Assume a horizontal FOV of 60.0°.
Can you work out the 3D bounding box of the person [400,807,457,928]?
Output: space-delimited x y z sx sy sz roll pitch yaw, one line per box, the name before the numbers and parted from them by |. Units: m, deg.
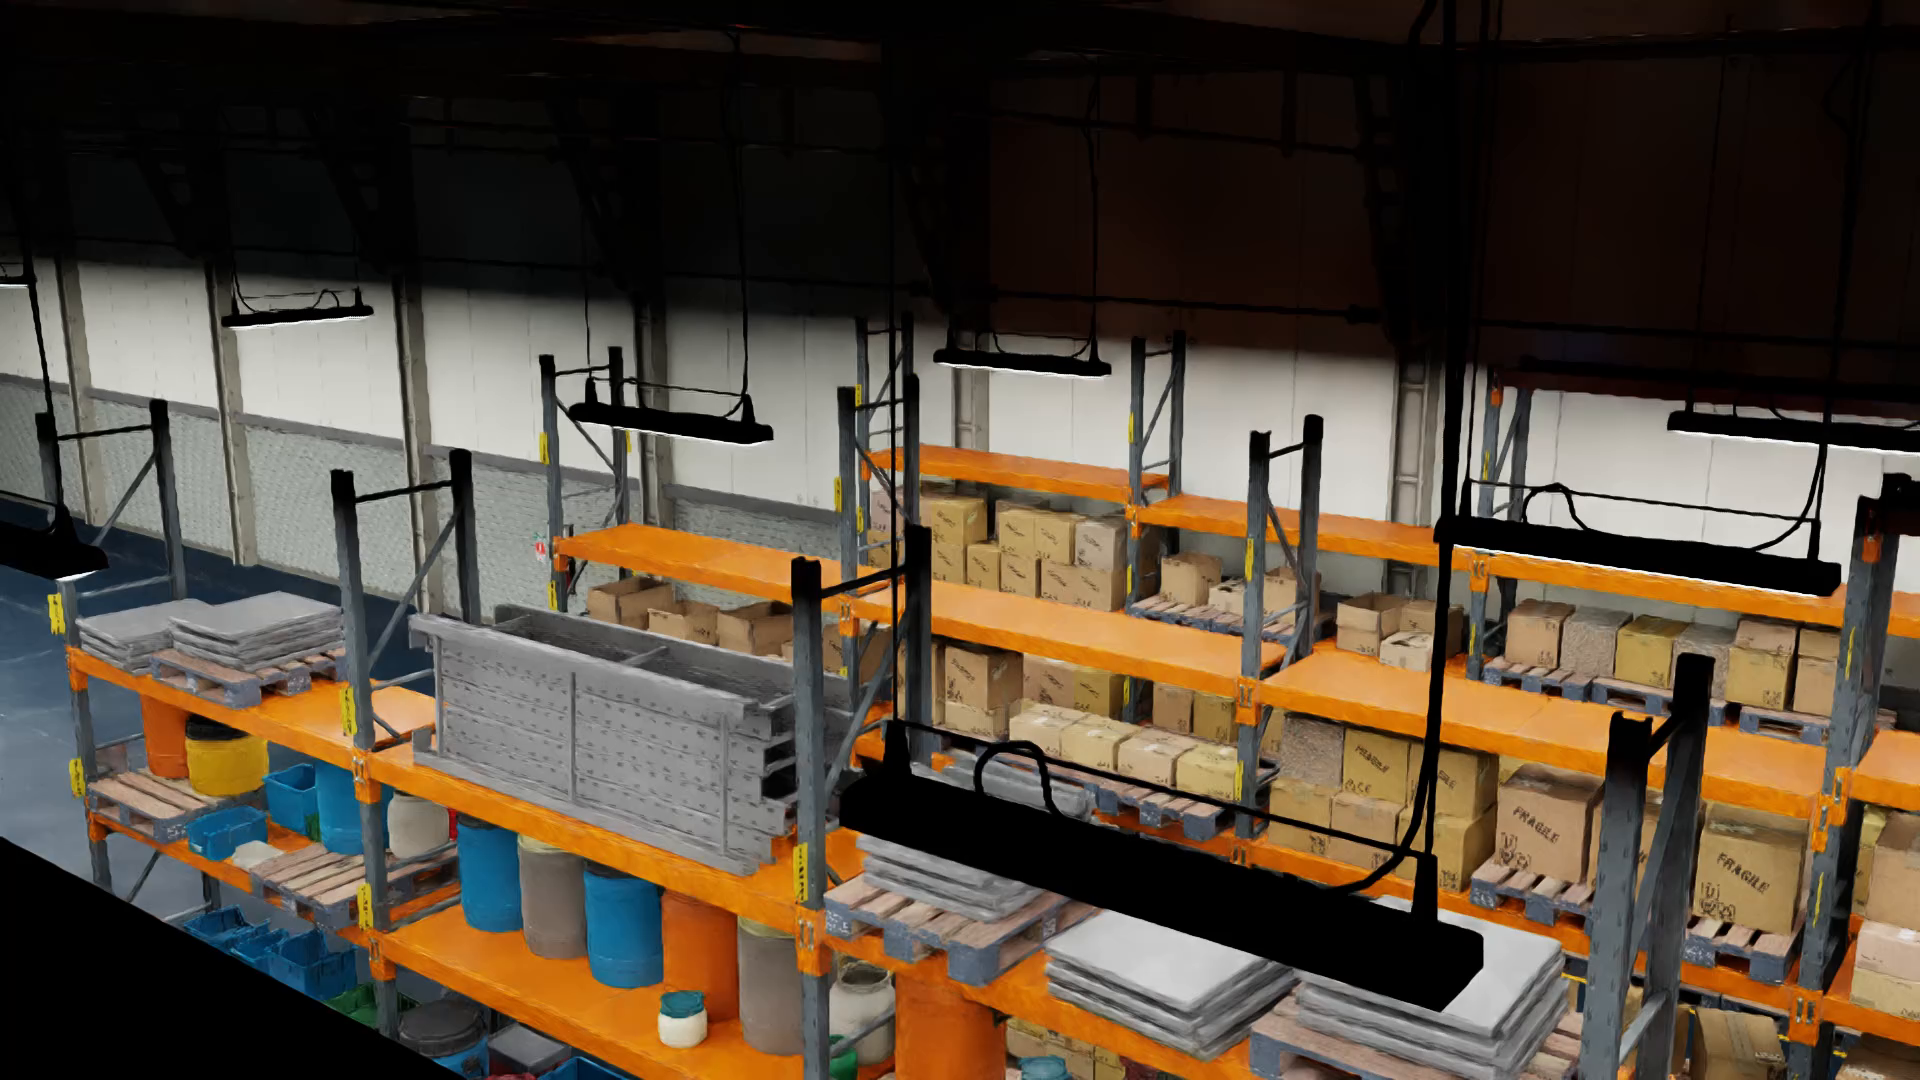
person | -5.337 3.306 17.324 0.972 1.679 0.586 3 13 14
